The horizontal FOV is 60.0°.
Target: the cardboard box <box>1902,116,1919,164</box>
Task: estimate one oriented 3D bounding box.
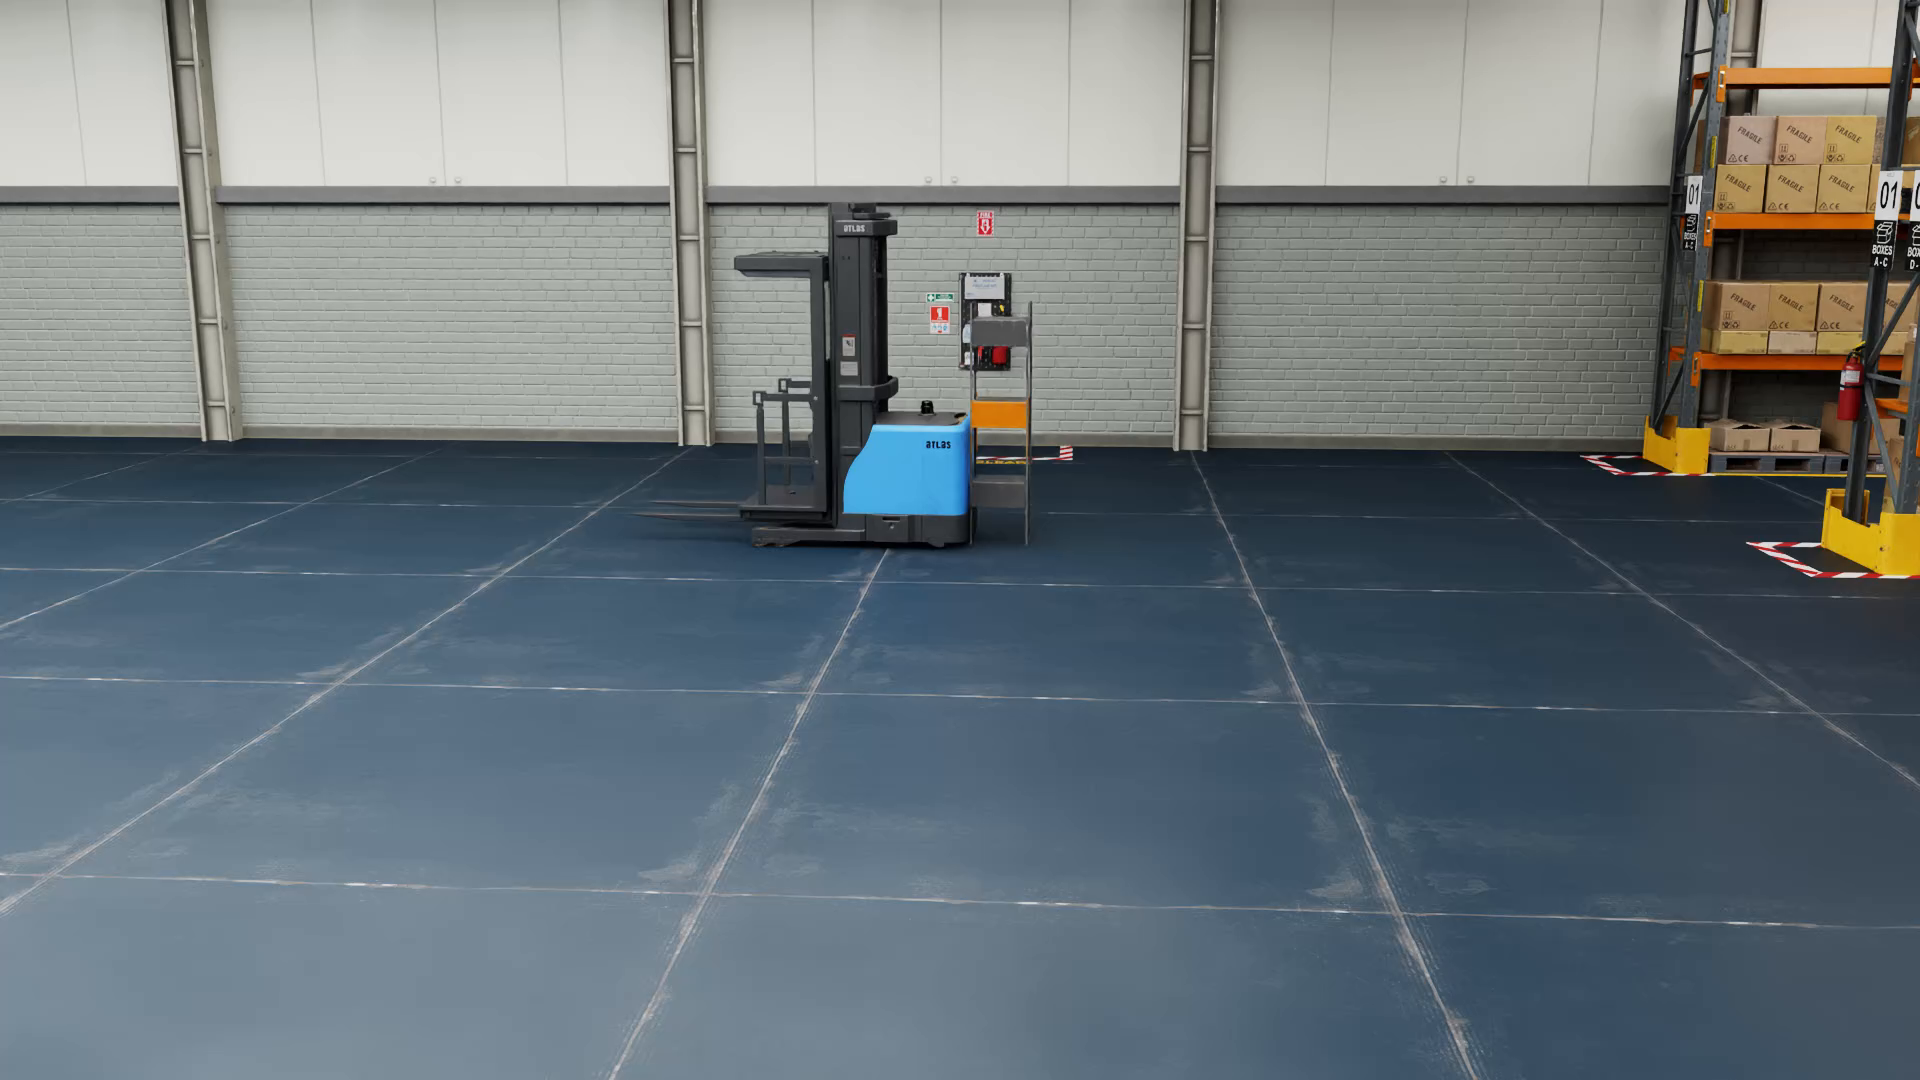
[{"bbox_3d":[10.399,-4.237,17.635,0.500,0.500,0.500,0,12,2],"label":"cardboard box"}]

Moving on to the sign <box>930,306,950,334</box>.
[{"bbox_3d":[-0.243,-2.650,20.025,0.234,0.329,0.001,1,12,4],"label":"sign"}]

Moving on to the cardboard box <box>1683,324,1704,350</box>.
[{"bbox_3d":[8.475,-2.283,18.673,0.500,0.250,0.500,1,12,5],"label":"cardboard box"}]

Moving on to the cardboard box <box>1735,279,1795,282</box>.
[{"bbox_3d":[8.981,-2.645,18.572,0.500,0.500,0.500,1,12,5],"label":"cardboard box"}]

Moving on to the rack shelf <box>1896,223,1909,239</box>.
[{"bbox_3d":[9.663,-2.390,13.299,4.000,0.370,1.077,1,12,4],"label":"rack shelf"}]

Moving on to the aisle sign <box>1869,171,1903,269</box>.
[{"bbox_3d":[7.622,-2.635,13.688,0.004,0.787,0.394,1,12,4],"label":"aisle sign"}]

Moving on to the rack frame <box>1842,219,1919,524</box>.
[{"bbox_3d":[7.668,-1.301,13.663,0.127,3.000,1.000,1,12,4],"label":"rack frame"}]

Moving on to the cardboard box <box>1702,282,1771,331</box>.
[{"bbox_3d":[8.451,-2.549,18.113,0.500,0.500,0.500,1,12,4],"label":"cardboard box"}]

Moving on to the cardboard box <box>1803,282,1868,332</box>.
[{"bbox_3d":[9.459,-2.532,18.031,0.500,0.500,0.500,0,12,2],"label":"cardboard box"}]

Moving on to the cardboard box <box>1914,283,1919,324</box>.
[{"bbox_3d":[8.186,-1.976,13.474,0.500,0.500,0.700,1,12,4],"label":"cardboard box"}]

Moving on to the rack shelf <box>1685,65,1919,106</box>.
[{"bbox_3d":[9.991,-4.869,17.830,4.000,0.370,1.077,1,12,4],"label":"rack shelf"}]

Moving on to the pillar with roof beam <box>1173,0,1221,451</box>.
[{"bbox_3d":[2.477,-4.620,14.874,0.400,9.000,9.100,1,12,4],"label":"pillar with roof beam"}]

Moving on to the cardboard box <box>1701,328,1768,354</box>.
[{"bbox_3d":[8.461,-2.178,18.172,0.500,0.250,0.500,0,12,2],"label":"cardboard box"}]

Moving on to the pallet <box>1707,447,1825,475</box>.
[{"bbox_3d":[8.879,-0.929,18.694,1.213,0.211,1.003,1,12,4],"label":"pallet"}]

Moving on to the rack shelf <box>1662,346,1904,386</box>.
[{"bbox_3d":[9.991,-1.934,18.444,4.000,0.370,1.077,1,12,4],"label":"rack shelf"}]

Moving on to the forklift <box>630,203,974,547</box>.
[{"bbox_3d":[-1.397,-1.479,14.682,3.031,2.935,1.130,1,12,6],"label":"forklift"}]

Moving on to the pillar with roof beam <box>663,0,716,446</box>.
[{"bbox_3d":[-3.509,-4.702,15.266,0.400,9.000,9.100,1,12,4],"label":"pillar with roof beam"}]

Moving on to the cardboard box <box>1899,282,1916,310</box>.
[{"bbox_3d":[10.494,-2.520,17.976,0.500,0.500,0.500,0,12,2],"label":"cardboard box"}]

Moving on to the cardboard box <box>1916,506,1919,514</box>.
[{"bbox_3d":[8.188,-0.108,13.649,0.500,0.250,0.500,1,12,4],"label":"cardboard box"}]

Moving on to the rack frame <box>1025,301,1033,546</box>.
[{"bbox_3d":[0.601,-1.014,14.486,0.015,2.100,0.400,1,12,6],"label":"rack frame"}]

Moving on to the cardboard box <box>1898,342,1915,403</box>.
[{"bbox_3d":[8.133,-1.341,13.610,0.500,0.500,0.700,1,12,4],"label":"cardboard box"}]

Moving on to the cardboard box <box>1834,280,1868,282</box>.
[{"bbox_3d":[10.000,-2.632,18.509,0.500,0.500,0.500,1,12,5],"label":"cardboard box"}]

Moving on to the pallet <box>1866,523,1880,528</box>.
[{"bbox_3d":[8.434,0.065,13.939,1.213,0.211,1.003,1,12,4],"label":"pallet"}]

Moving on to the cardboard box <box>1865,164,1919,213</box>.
[{"bbox_3d":[9.900,-3.761,17.801,0.500,0.500,0.500,2,12,7],"label":"cardboard box"}]

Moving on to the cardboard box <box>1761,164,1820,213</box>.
[{"bbox_3d":[8.846,-3.770,17.846,0.500,0.500,0.500,2,12,8],"label":"cardboard box"}]

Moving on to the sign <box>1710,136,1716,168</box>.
[{"bbox_3d":[7.959,-4.099,17.575,0.005,0.325,0.100,1,12,4],"label":"sign"}]

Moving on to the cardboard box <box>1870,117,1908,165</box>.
[{"bbox_3d":[9.980,-4.352,18.188,0.500,0.500,0.500,1,12,4],"label":"cardboard box"}]

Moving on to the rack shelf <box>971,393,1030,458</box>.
[{"bbox_3d":[0.358,-1.006,14.516,0.480,0.518,0.431,1,12,6],"label":"rack shelf"}]

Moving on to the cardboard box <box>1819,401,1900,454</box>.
[{"bbox_3d":[9.977,-1.249,18.445,0.500,0.500,0.700,0,12,0],"label":"cardboard box"}]

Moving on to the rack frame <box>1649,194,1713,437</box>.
[{"bbox_3d":[7.995,-2.313,18.501,0.127,3.000,1.000,1,12,4],"label":"rack frame"}]

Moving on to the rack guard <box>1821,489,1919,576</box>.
[{"bbox_3d":[7.644,-0.078,13.921,0.348,0.500,1.175,1,12,4],"label":"rack guard"}]

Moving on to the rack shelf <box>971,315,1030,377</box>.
[{"bbox_3d":[0.358,-1.691,14.373,0.480,0.518,0.431,1,12,6],"label":"rack shelf"}]

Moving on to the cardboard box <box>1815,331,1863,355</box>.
[{"bbox_3d":[9.488,-2.166,18.113,0.500,0.250,0.500,1,12,3],"label":"cardboard box"}]

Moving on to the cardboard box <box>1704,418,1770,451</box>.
[{"bbox_3d":[8.679,-1.185,18.598,0.500,0.311,0.500,-1,12,-3],"label":"cardboard box"}]

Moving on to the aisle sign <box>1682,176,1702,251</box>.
[{"bbox_3d":[7.903,-3.526,17.947,0.004,0.787,0.394,1,12,4],"label":"aisle sign"}]

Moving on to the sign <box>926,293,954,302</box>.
[{"bbox_3d":[-0.239,-2.908,19.962,0.331,0.109,0.001,1,12,4],"label":"sign"}]

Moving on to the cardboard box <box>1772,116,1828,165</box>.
[{"bbox_3d":[8.860,-4.258,17.735,0.500,0.500,0.500,1,12,3],"label":"cardboard box"}]

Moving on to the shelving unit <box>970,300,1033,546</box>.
[{"bbox_3d":[0.358,-1.019,14.514,0.503,2.100,0.431,1,12,6],"label":"shelving unit"}]

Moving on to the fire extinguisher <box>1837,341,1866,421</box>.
[{"bbox_3d":[7.581,-1.360,14.132,0.183,0.674,0.296,1,12,4],"label":"fire extinguisher"}]
